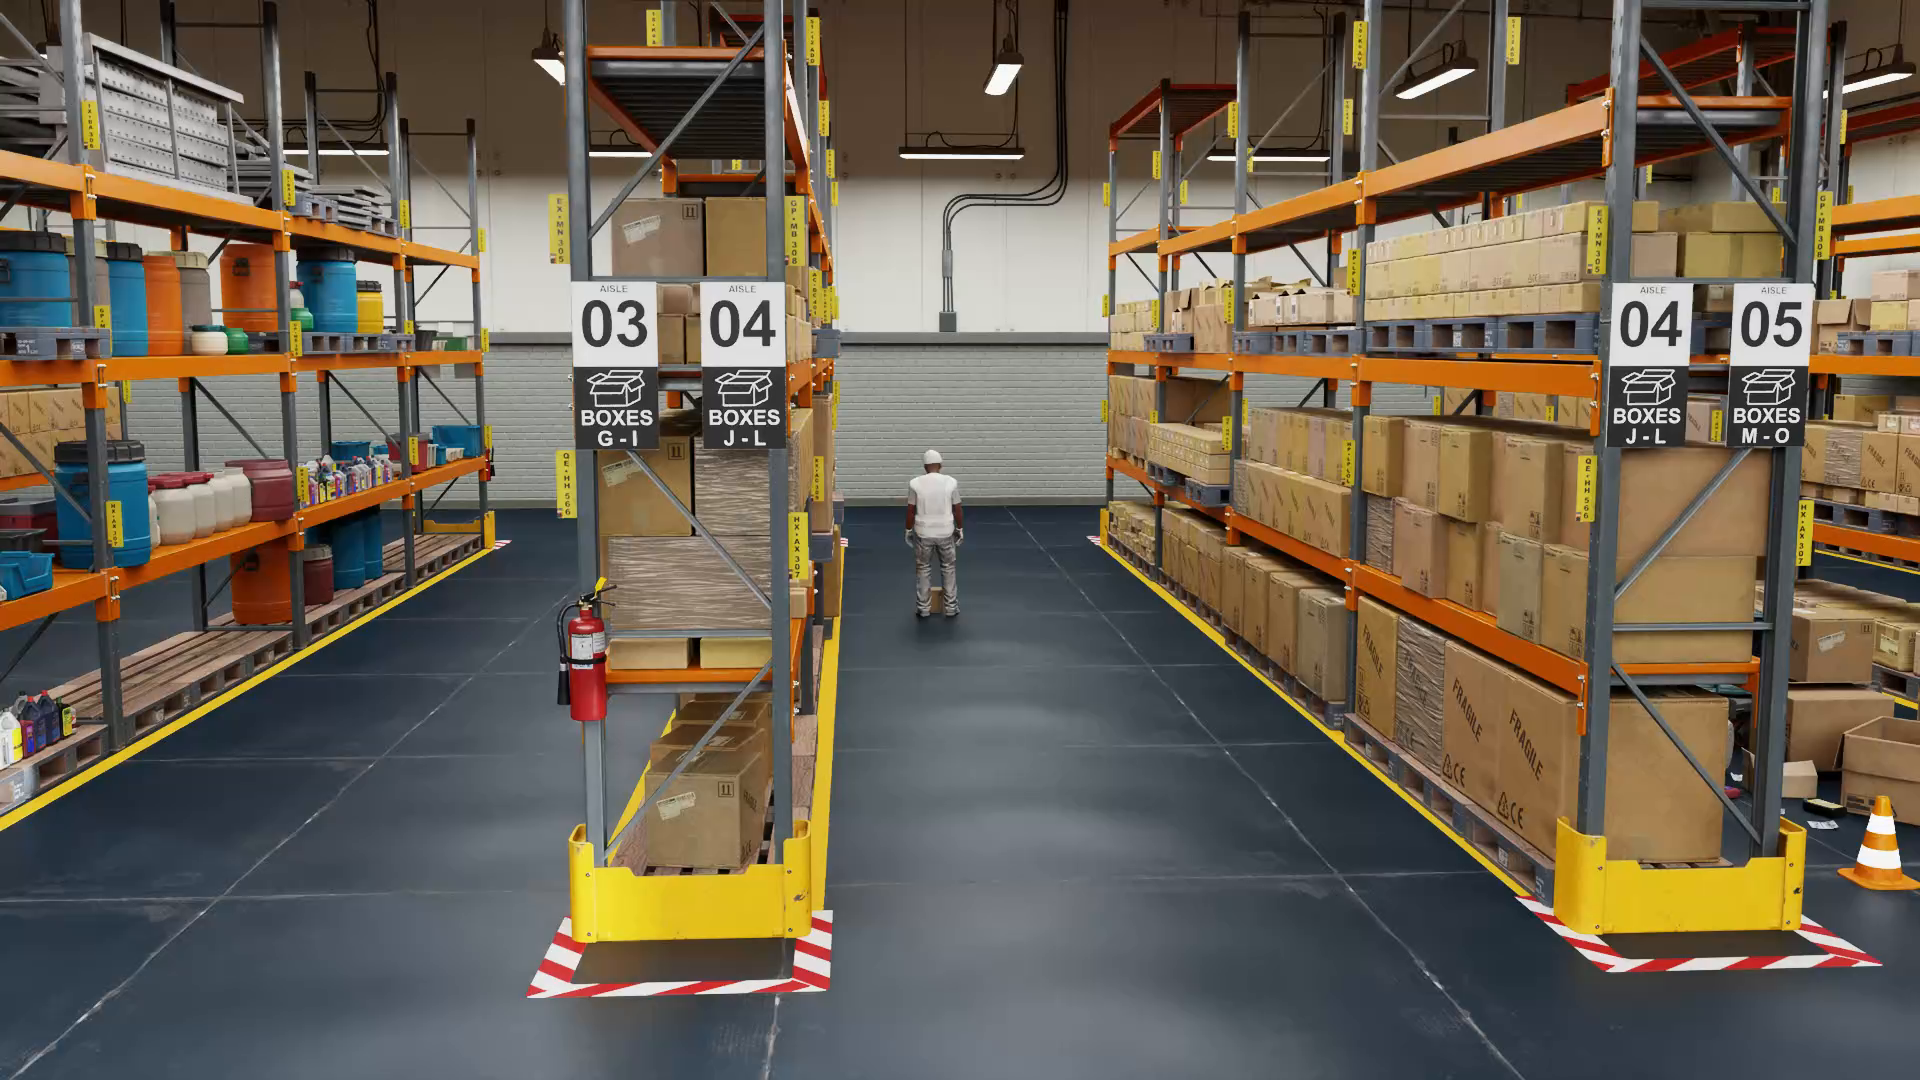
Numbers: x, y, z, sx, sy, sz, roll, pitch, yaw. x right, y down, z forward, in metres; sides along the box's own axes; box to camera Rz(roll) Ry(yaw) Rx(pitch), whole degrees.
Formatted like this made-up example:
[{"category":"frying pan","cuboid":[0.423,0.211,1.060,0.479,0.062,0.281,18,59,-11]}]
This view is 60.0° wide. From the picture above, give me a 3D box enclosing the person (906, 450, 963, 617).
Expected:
[{"category":"person","cuboid":[-0.271,-0.074,17.812,0.619,1.775,0.446,0,7,-3]}]
